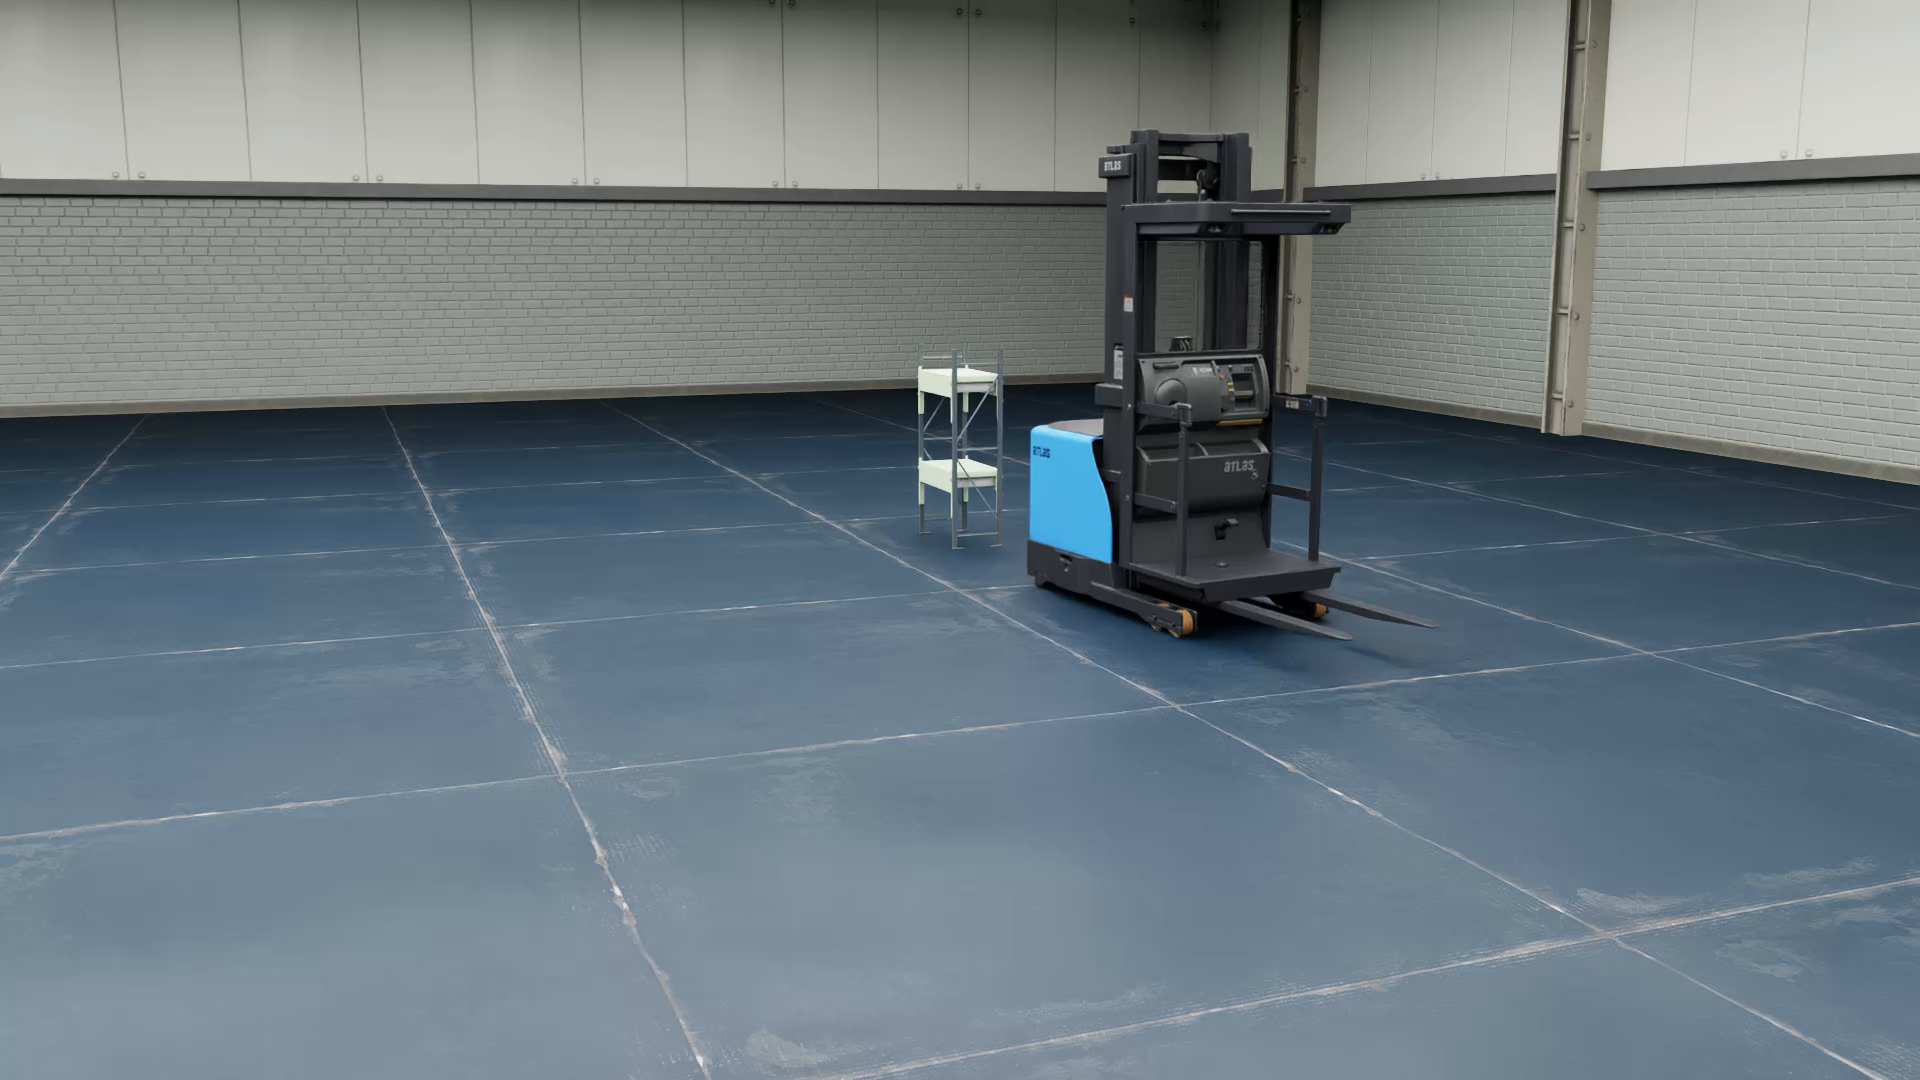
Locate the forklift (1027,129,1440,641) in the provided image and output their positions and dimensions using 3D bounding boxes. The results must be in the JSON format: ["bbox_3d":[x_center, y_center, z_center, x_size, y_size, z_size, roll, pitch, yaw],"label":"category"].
[{"bbox_3d":[1.597,-0.963,9.965,1.130,2.935,3.031,-5,11,-28],"label":"forklift"}]

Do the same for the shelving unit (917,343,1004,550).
[{"bbox_3d":[-0.002,-0.739,12.795,0.431,1.500,0.755,-4,11,-21],"label":"shelving unit"}]

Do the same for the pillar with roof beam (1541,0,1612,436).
[{"bbox_3d":[3.288,-5.446,17.842,9.100,9.000,0.400,-4,11,-21],"label":"pillar with roof beam"}]

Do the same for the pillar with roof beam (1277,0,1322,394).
[{"bbox_3d":[1.114,-6.426,23.348,9.100,9.000,0.400,-4,11,-21],"label":"pillar with roof beam"}]

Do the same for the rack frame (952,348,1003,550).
[{"bbox_3d":[0.130,-0.680,12.459,0.400,1.500,0.023,-4,11,-21],"label":"rack frame"}]

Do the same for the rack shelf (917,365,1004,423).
[{"bbox_3d":[-0.002,-1.124,12.727,0.431,0.370,0.720,-4,11,-21],"label":"rack shelf"}]

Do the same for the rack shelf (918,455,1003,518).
[{"bbox_3d":[-0.002,-0.419,12.852,0.431,0.370,0.720,-4,11,-21],"label":"rack shelf"}]

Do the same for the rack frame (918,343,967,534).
[{"bbox_3d":[-0.135,-0.799,13.131,0.400,1.500,0.023,-4,11,-21],"label":"rack frame"}]
